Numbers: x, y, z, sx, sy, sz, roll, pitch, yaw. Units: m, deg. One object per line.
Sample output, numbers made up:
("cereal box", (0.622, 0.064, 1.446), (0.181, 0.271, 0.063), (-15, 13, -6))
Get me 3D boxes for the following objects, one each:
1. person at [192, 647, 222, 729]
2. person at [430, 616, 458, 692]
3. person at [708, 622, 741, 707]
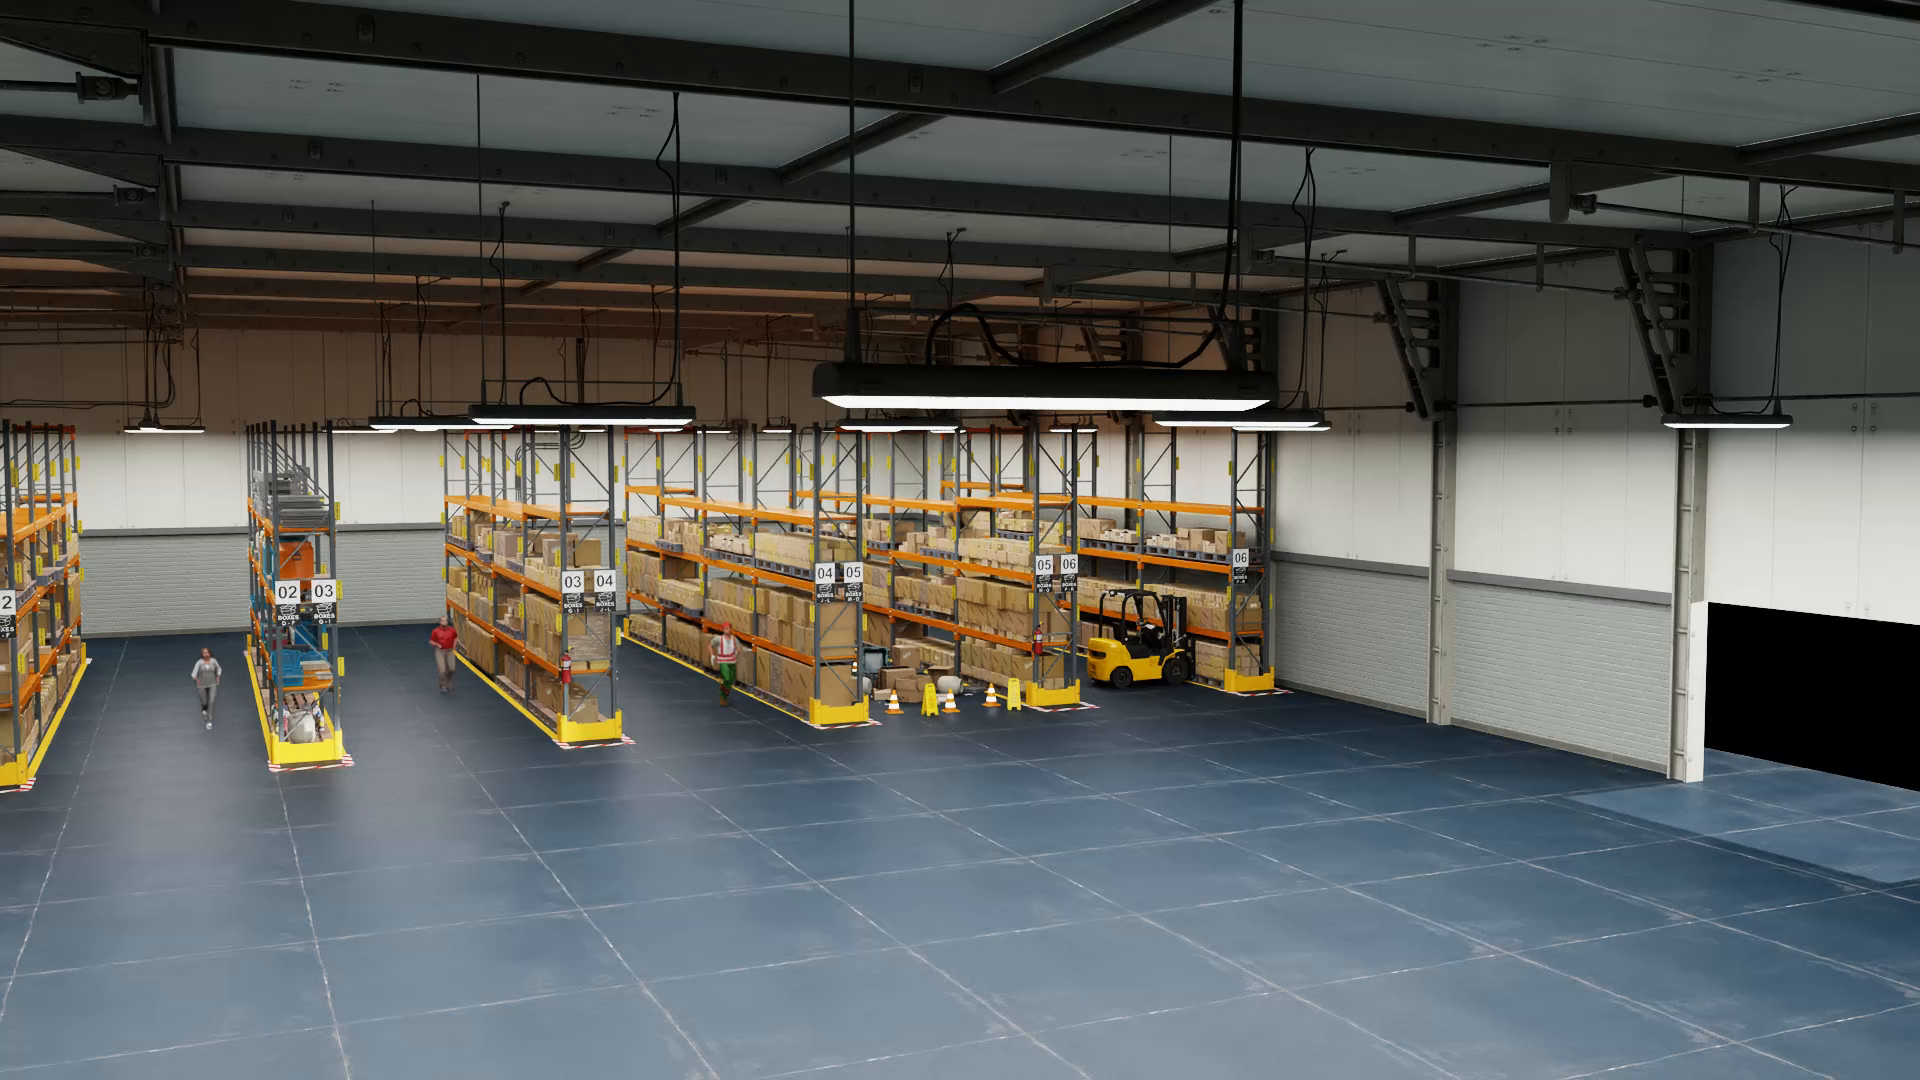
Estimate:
("person", (-14.817, 2.897, 32.742), (0.547, 1.584, 0.754), (-2, 4, -28))
("person", (-11.481, 2.556, 37.125), (0.650, 1.681, 0.602), (-2, 4, -28))
("person", (-4.926, 2.628, 35.189), (0.640, 1.785, 0.700), (-2, 4, -32))
